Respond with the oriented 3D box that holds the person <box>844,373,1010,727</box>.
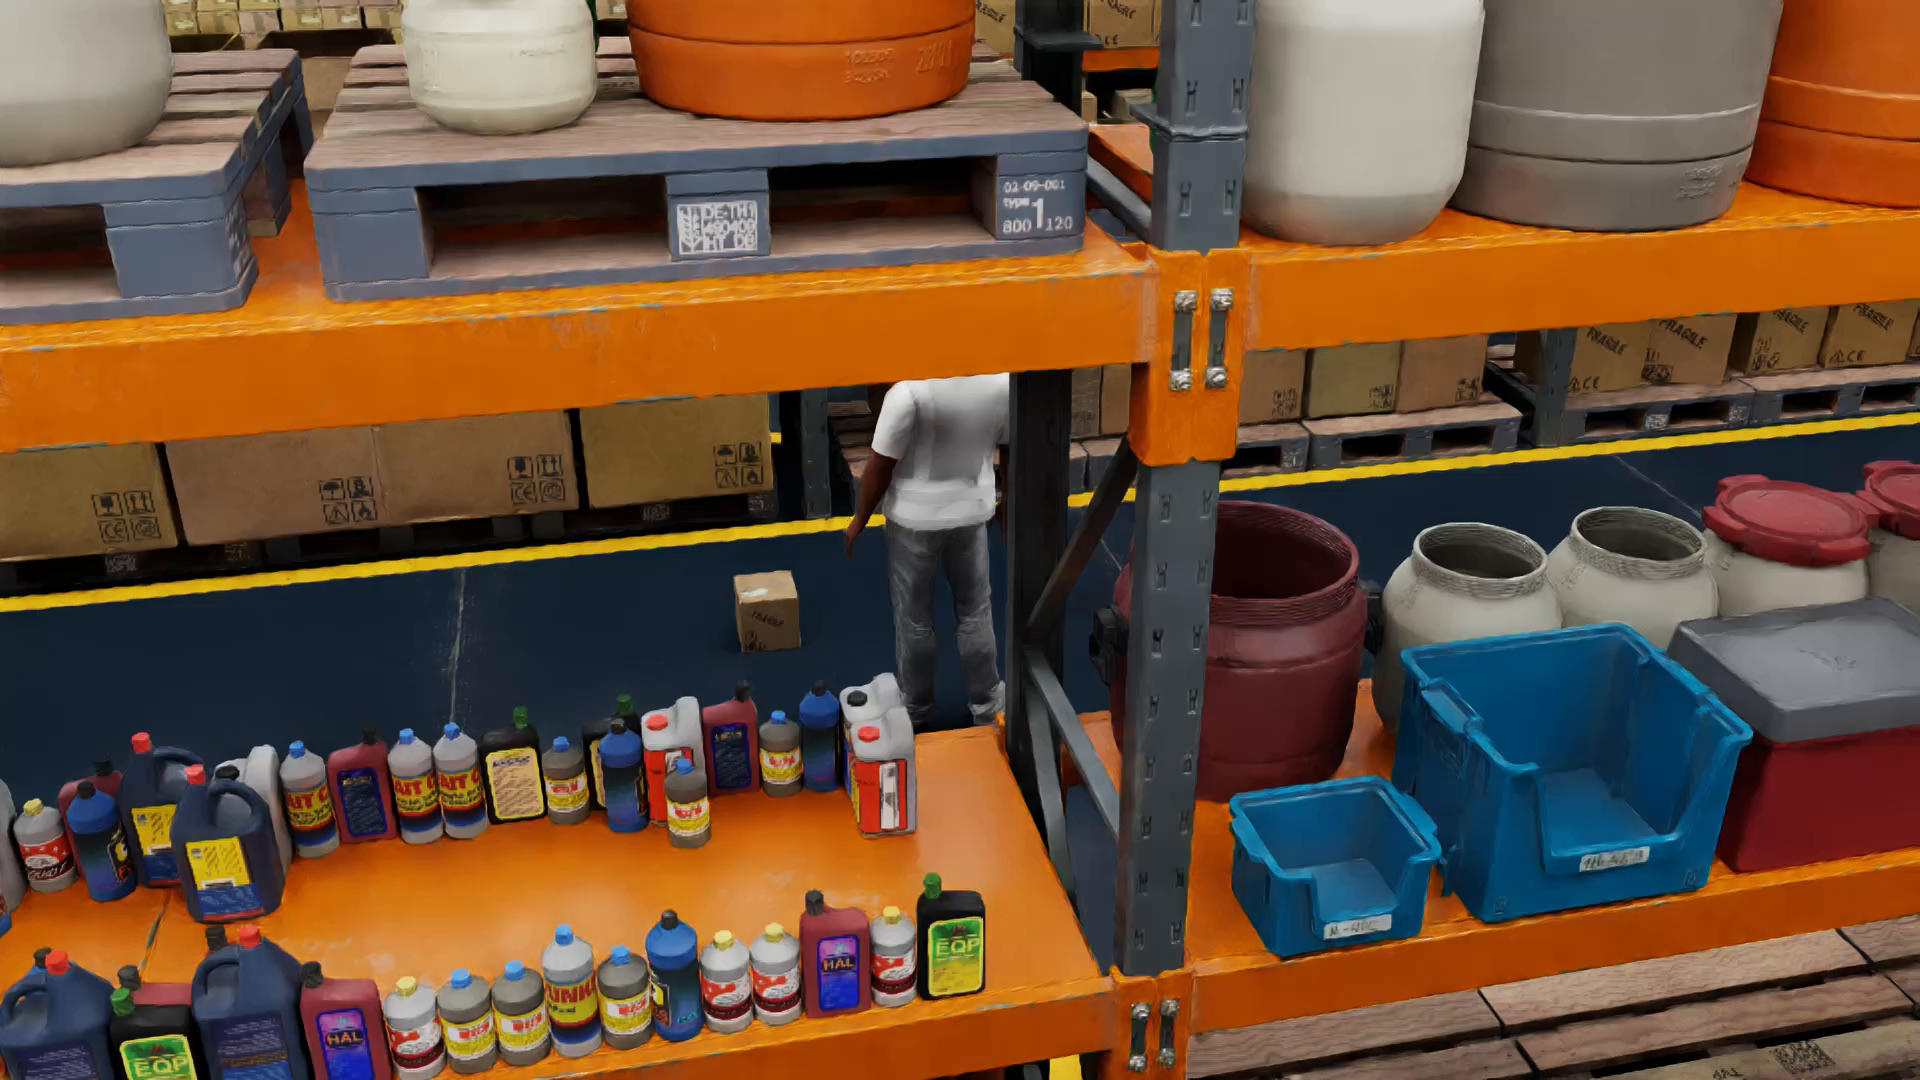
[{"bbox_3d":[-0.104,-0.104,6.244,0.688,1.769,0.444,-12,29,-23],"label":"person"}]
